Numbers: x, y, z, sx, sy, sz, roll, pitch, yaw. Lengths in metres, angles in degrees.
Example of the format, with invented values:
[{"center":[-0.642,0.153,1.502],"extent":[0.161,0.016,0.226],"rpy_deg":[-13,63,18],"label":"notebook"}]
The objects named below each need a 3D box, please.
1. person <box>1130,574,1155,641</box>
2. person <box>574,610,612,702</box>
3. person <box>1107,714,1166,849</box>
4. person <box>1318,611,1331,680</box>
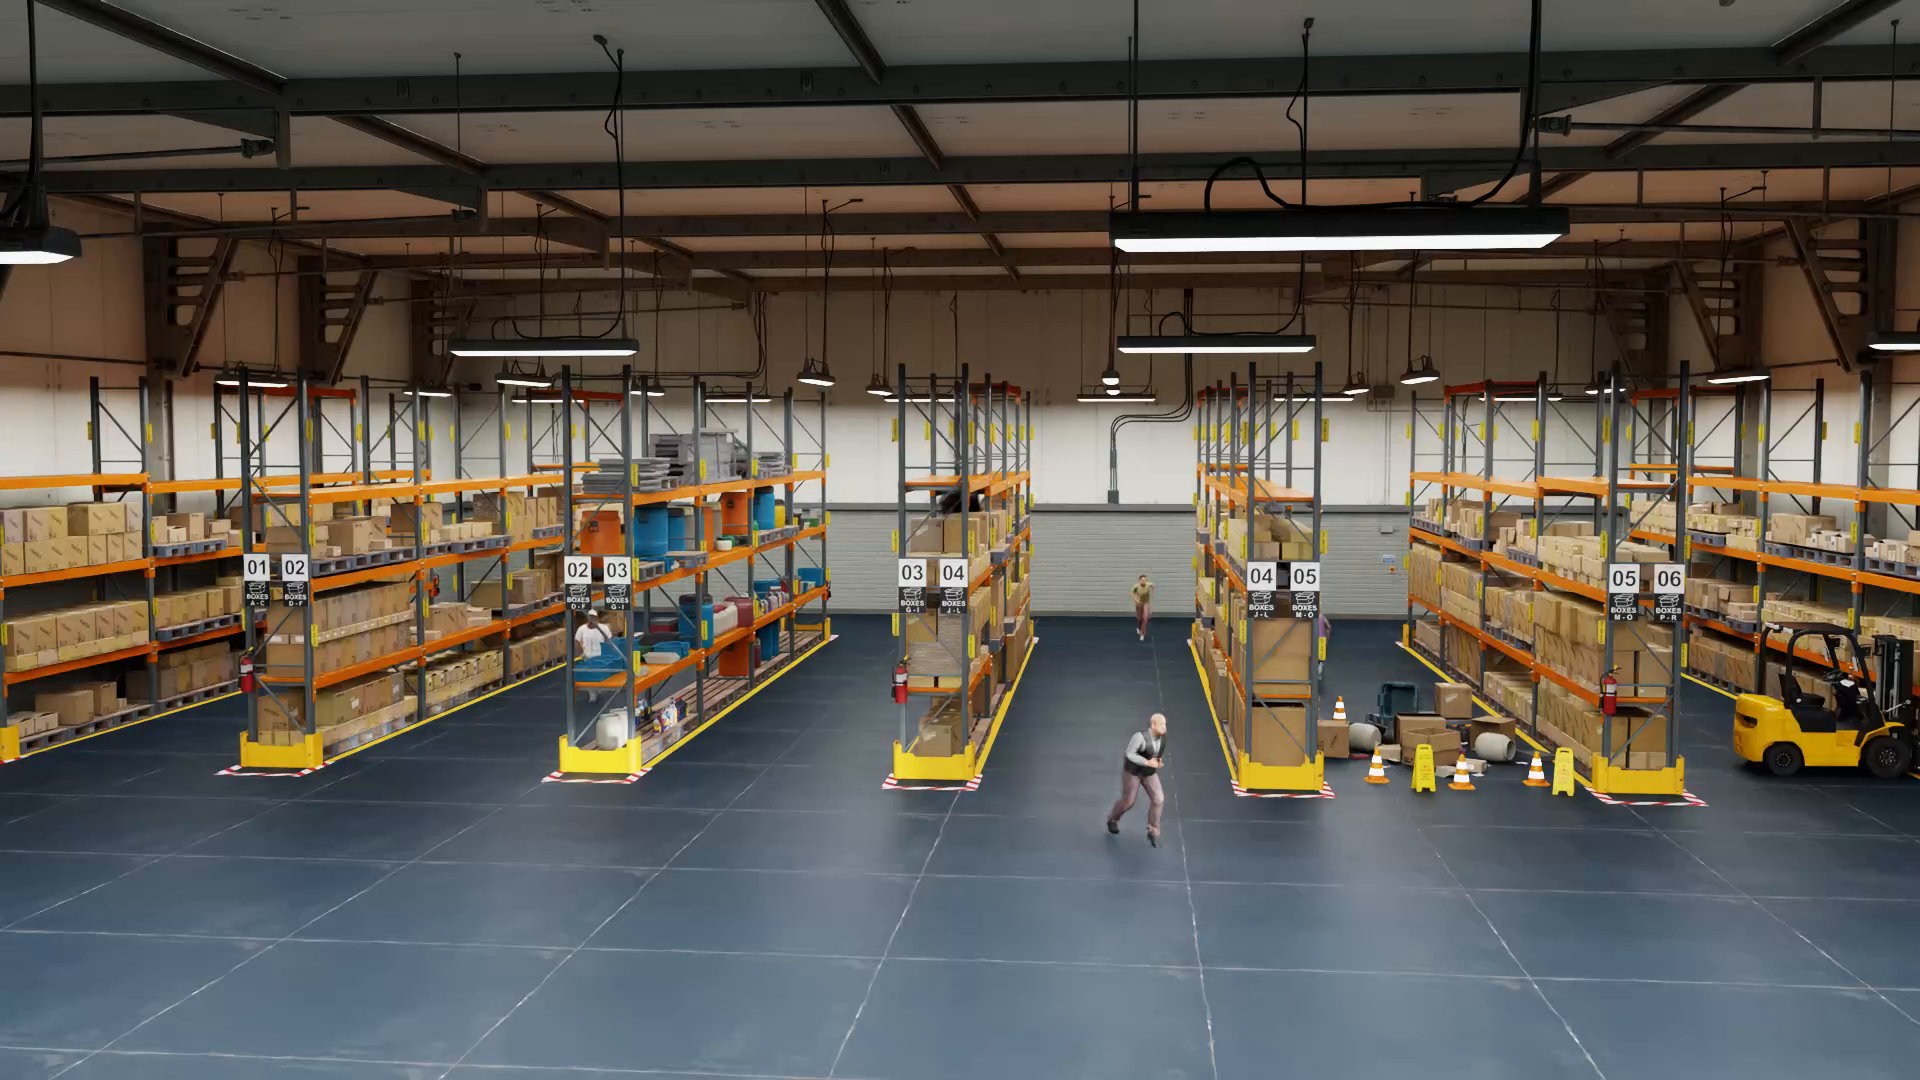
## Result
[{"center":[4.440,1.621,40.569],"extent":[0.613,1.624,1.004],"rpy_deg":[0,4,-2],"label":"person"},{"center":[-6.844,2.156,31.000],"extent":[0.700,1.723,0.583],"rpy_deg":[0,4,-5],"label":"person"},{"center":[2.175,2.908,20.351],"extent":[0.701,1.682,0.987],"rpy_deg":[-3,5,-38],"label":"person"},{"center":[7.193,2.100,33.458],"extent":[0.551,1.576,0.767],"rpy_deg":[0,4,6],"label":"person"}]
